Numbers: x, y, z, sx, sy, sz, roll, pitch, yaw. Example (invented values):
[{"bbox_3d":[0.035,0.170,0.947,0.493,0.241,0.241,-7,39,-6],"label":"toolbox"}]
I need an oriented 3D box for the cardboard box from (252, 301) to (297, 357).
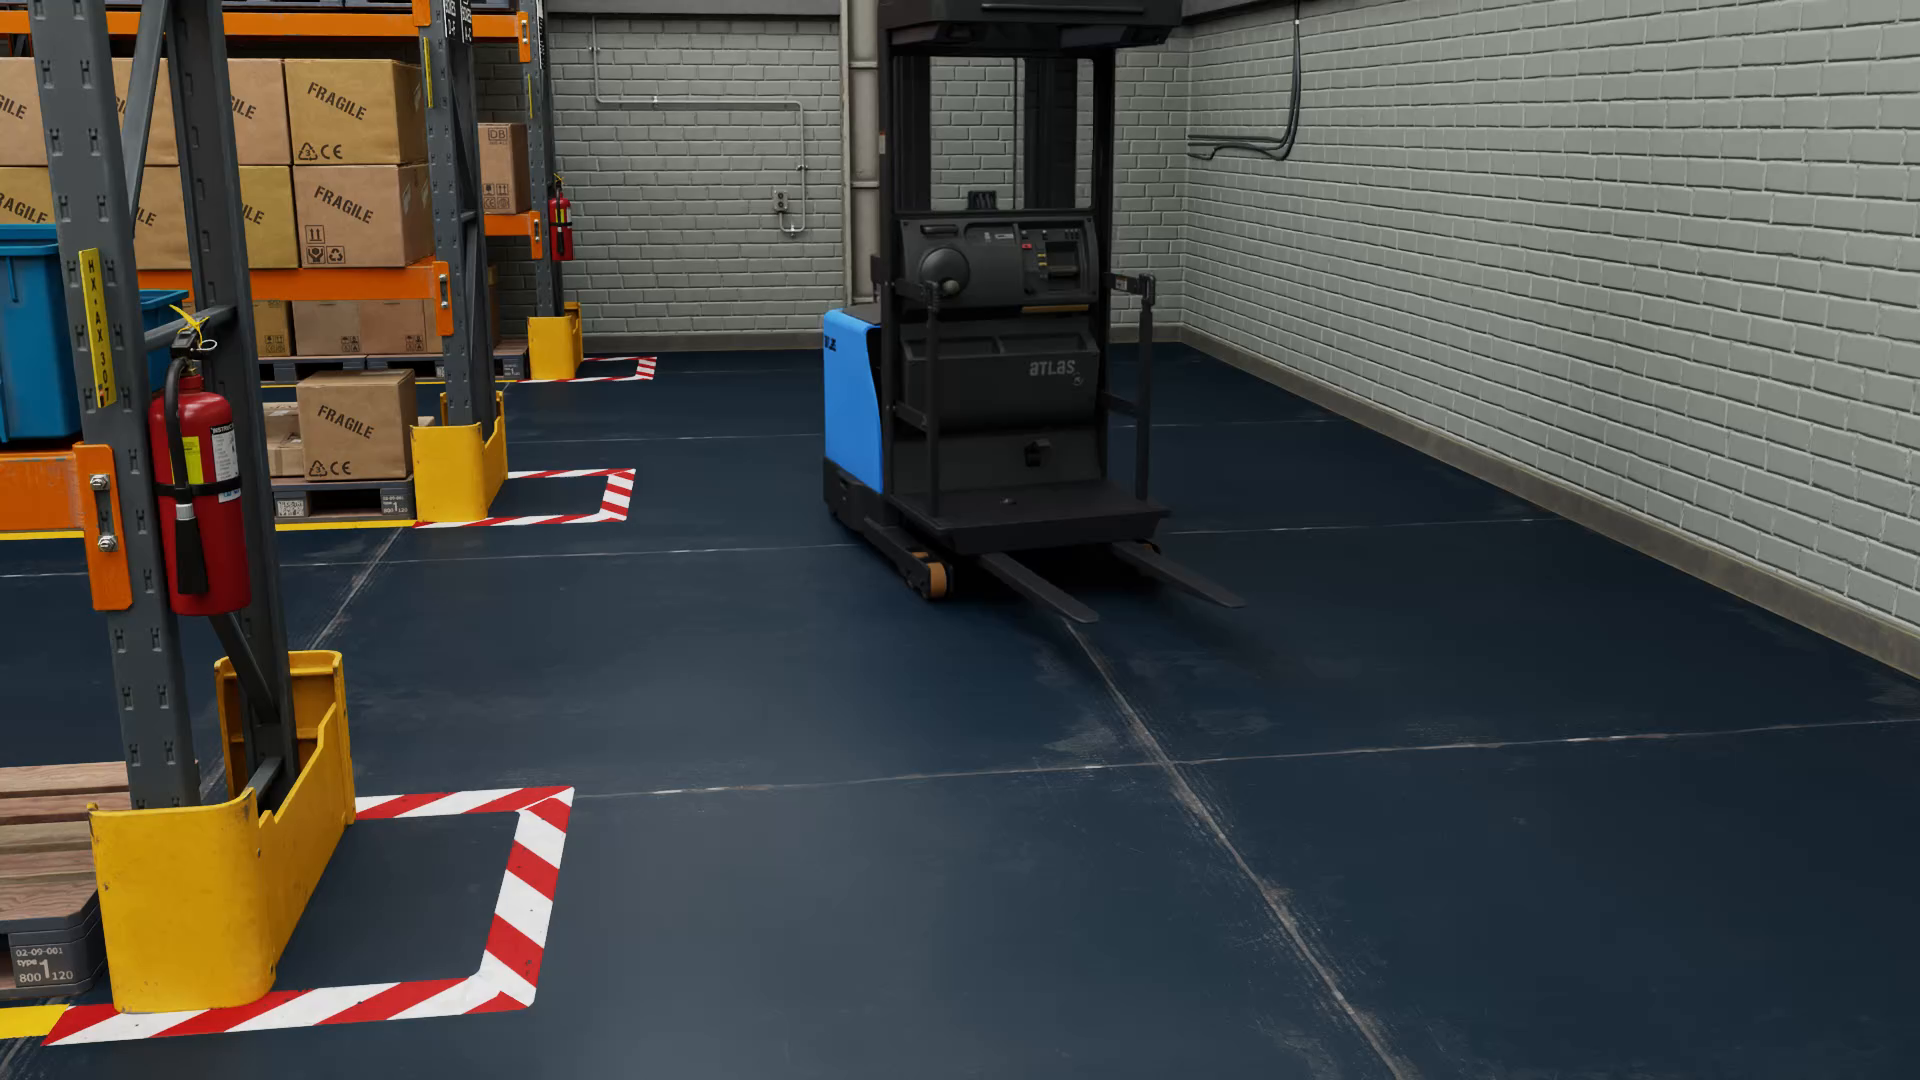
[{"bbox_3d":[-5.581,-1.765,13.369,0.500,0.500,0.700,-2,14,-7],"label":"cardboard box"}]

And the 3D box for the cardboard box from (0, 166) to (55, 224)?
[{"bbox_3d":[-4.551,-1.602,8.237,0.500,0.500,0.500,-2,14,-9],"label":"cardboard box"}]

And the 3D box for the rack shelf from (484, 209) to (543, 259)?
[{"bbox_3d":[-5.363,-2.460,13.342,4.000,0.370,1.077,-2,14,-8],"label":"rack shelf"}]

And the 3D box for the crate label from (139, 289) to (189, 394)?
[{"bbox_3d":[-2.203,-0.516,4.334,0.303,0.233,0.416,-2,14,-8],"label":"crate label"}]

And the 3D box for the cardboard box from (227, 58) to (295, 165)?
[{"bbox_3d":[-3.542,-2.122,8.257,0.500,0.500,0.500,-2,14,-7],"label":"cardboard box"}]

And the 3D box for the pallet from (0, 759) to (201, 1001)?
[{"bbox_3d":[-2.731,0.875,4.298,1.213,0.211,1.003,-2,14,-8],"label":"pallet"}]

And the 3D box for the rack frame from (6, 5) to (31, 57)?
[{"bbox_3d":[-7.341,-2.736,12.965,0.127,3.000,1.000,-2,14,-8],"label":"rack frame"}]

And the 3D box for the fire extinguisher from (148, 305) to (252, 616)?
[{"bbox_3d":[-1.693,-0.176,3.682,0.183,0.674,0.296,-2,14,-8],"label":"fire extinguisher"}]

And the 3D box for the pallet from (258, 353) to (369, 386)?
[{"bbox_3d":[-5.368,-1.437,13.519,1.213,0.211,1.003,-2,14,-8],"label":"pallet"}]

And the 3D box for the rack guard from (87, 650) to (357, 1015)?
[{"bbox_3d":[-1.888,0.711,4.361,0.348,0.500,1.175,-2,14,-8],"label":"rack guard"}]

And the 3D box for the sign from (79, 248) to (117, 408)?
[{"bbox_3d":[-1.812,-0.445,3.496,0.005,0.325,0.100,-2,14,-8],"label":"sign"}]

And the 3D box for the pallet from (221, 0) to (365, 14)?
[{"bbox_3d":[-5.327,-4.218,12.892,1.213,0.211,1.003,-2,14,-8],"label":"pallet"}]

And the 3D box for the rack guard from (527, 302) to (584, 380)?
[{"bbox_3d":[-3.362,-1.669,13.851,0.348,0.500,1.175,-2,14,-8],"label":"rack guard"}]

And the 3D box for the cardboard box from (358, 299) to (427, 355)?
[{"bbox_3d":[-4.558,-1.805,13.527,0.500,0.500,0.700,-2,14,-8],"label":"cardboard box"}]

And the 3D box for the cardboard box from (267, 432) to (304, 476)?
[{"bbox_3d":[-3.559,-0.457,8.797,0.250,0.166,0.380,-2,14,-8],"label":"cardboard box"}]

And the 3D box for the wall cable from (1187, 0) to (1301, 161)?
[{"bbox_3d":[2.261,-4.404,13.666,0.112,2.526,3.097,-2,14,-8],"label":"wall cable"}]

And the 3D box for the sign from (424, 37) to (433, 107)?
[{"bbox_3d":[-2.581,-2.270,8.078,0.005,0.325,0.100,-2,14,-8],"label":"sign"}]

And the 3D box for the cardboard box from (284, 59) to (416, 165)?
[{"bbox_3d":[-3.043,-2.141,8.331,0.500,0.500,0.500,-2,14,-9],"label":"cardboard box"}]

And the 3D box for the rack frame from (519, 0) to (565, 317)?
[{"bbox_3d":[-3.386,-2.881,13.543,0.127,3.000,1.000,-2,14,-8],"label":"rack frame"}]

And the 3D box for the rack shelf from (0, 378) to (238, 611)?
[{"bbox_3d":[-3.887,-0.077,3.839,4.000,0.370,1.077,-2,14,-8],"label":"rack shelf"}]

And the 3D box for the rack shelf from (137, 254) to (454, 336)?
[{"bbox_3d":[-4.622,-1.268,8.591,4.000,0.370,1.077,-2,14,-8],"label":"rack shelf"}]

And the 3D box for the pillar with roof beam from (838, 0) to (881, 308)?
[{"bbox_3d":[-0.203,-5.061,9.904,0.400,9.000,9.100,-2,14,-8],"label":"pillar with roof beam"}]

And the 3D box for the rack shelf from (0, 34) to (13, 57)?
[{"bbox_3d":[-9.319,-3.770,12.399,4.000,0.370,1.077,-2,14,-8],"label":"rack shelf"}]

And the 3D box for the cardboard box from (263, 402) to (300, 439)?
[{"bbox_3d":[-3.718,-0.600,9.195,0.500,0.250,0.500,-2,14,-8],"label":"cardboard box"}]

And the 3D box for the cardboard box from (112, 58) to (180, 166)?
[{"bbox_3d":[-4.054,-2.102,8.177,0.500,0.500,0.500,-2,14,-7],"label":"cardboard box"}]

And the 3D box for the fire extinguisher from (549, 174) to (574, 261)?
[{"bbox_3d":[-3.168,-2.557,13.177,0.183,0.674,0.296,-2,14,-8],"label":"fire extinguisher"}]

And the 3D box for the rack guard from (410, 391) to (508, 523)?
[{"bbox_3d":[-2.719,-0.474,9.086,0.348,0.500,1.175,-2,14,-8],"label":"rack guard"}]

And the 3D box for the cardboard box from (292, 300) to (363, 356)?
[{"bbox_3d":[-5.055,-1.786,13.453,0.500,0.500,0.700,-3,14,-10],"label":"cardboard box"}]

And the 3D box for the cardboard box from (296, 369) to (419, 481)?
[{"bbox_3d":[-3.145,-0.612,8.728,0.500,0.500,0.500,-2,14,-8],"label":"cardboard box"}]

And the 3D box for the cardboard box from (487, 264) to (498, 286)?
[{"bbox_3d":[-3.969,-2.190,13.730,0.250,0.149,0.380,-2,14,-8],"label":"cardboard box"}]

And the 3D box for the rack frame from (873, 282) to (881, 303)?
[{"bbox_3d":[-0.421,-0.807,8.969,0.015,1.200,0.240,-5,15,-19],"label":"rack frame"}]

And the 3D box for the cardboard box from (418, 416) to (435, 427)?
[{"bbox_3d":[-3.109,-0.588,9.355,0.250,0.149,0.380,-2,14,-8],"label":"cardboard box"}]

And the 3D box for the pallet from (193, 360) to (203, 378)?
[{"bbox_3d":[-6.577,-1.392,13.339,1.213,0.211,1.003,-2,14,-8],"label":"pallet"}]

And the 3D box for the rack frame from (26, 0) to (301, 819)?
[{"bbox_3d":[-1.910,-0.498,4.041,0.127,3.000,1.000,-2,14,-8],"label":"rack frame"}]

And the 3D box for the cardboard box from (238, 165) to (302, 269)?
[{"bbox_3d":[-3.559,-1.637,8.376,0.500,0.500,0.500,-2,14,-8],"label":"cardboard box"}]

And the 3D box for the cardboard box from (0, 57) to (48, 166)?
[{"bbox_3d":[-4.562,-2.084,8.103,0.500,0.500,0.500,-2,14,-7],"label":"cardboard box"}]

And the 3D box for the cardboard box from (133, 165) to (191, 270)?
[{"bbox_3d":[-4.053,-1.620,8.309,0.500,0.500,0.500,-2,14,-8],"label":"cardboard box"}]

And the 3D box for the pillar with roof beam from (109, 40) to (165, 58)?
[{"bbox_3d":[-6.136,-4.844,9.037,0.400,9.000,9.100,-2,14,-8],"label":"pillar with roof beam"}]

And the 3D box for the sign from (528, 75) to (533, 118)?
[{"bbox_3d":[-3.318,-3.426,12.851,0.005,0.325,0.100,-2,14,-8],"label":"sign"}]

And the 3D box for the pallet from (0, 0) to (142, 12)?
[{"bbox_3d":[-6.530,-4.175,12.719,1.213,0.211,1.003,-2,14,-8],"label":"pallet"}]

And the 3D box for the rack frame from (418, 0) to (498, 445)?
[{"bbox_3d":[-2.644,-1.690,8.792,0.127,3.000,1.000,-2,14,-8],"label":"rack frame"}]

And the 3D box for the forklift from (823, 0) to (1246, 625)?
[{"bbox_3d":[0.259,-1.275,7.280,1.130,2.935,3.031,-5,15,-19],"label":"forklift"}]

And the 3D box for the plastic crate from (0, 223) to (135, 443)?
[{"bbox_3d":[-2.213,-0.487,3.802,0.499,0.435,0.616,-2,14,-8],"label":"plastic crate"}]

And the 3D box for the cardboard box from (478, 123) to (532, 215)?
[{"bbox_3d":[-3.888,-3.006,13.423,0.700,0.700,0.980,-1,14,-6],"label":"cardboard box"}]

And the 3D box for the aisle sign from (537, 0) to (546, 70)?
[{"bbox_3d":[-3.270,-4.072,12.950,0.004,0.787,0.394,-2,14,-8],"label":"aisle sign"}]

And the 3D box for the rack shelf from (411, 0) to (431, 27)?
[{"bbox_3d":[-4.622,-2.723,8.226,4.000,0.370,1.077,-2,14,-8],"label":"rack shelf"}]

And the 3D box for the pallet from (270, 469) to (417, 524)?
[{"bbox_3d":[-3.507,-0.305,9.005,1.213,0.211,1.003,-2,14,-8],"label":"pallet"}]

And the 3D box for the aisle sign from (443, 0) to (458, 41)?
[{"bbox_3d":[-2.531,-2.879,8.192,0.004,0.787,0.394,-2,14,-8],"label":"aisle sign"}]

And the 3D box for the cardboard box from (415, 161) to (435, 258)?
[{"bbox_3d":[-3.122,-1.785,8.969,0.500,0.500,0.500,-2,14,-7],"label":"cardboard box"}]

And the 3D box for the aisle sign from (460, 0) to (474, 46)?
[{"bbox_3d":[-2.620,-3.024,8.768,0.004,0.787,0.394,-2,14,-8],"label":"aisle sign"}]

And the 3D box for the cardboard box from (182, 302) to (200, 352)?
[{"bbox_3d":[-6.089,-1.747,13.297,0.500,0.500,0.700,-2,14,-9],"label":"cardboard box"}]

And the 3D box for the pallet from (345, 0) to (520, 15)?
[{"bbox_3d":[-4.118,-4.264,13.072,1.213,0.211,1.003,-2,14,-8],"label":"pallet"}]

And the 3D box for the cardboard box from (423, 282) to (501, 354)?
[{"bbox_3d":[-4.063,-1.823,13.599,0.500,0.500,0.700,-2,14,-8],"label":"cardboard box"}]

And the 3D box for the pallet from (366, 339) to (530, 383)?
[{"bbox_3d":[-4.165,-1.481,13.692,1.213,0.211,1.003,-2,14,-8],"label":"pallet"}]

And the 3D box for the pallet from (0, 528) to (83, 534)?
[{"bbox_3d":[-4.711,-0.262,8.831,1.213,0.211,1.003,-2,14,-8],"label":"pallet"}]

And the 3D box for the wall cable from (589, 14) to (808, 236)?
[{"bbox_3d":[-2.260,-3.648,14.512,1.851,1.984,0.084,-2,14,-8],"label":"wall cable"}]

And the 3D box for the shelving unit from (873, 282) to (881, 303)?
[{"bbox_3d":[-0.192,-0.827,9.049,0.503,1.200,0.258,-5,15,-19],"label":"shelving unit"}]

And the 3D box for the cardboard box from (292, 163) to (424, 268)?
[{"bbox_3d":[-3.046,-1.656,8.454,0.500,0.500,0.500,-2,14,-7],"label":"cardboard box"}]

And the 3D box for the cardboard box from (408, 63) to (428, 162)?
[{"bbox_3d":[-3.122,-2.270,8.847,0.500,0.500,0.500,-2,14,-7],"label":"cardboard box"}]

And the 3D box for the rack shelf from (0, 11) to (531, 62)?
[{"bbox_3d":[-5.363,-3.914,12.977,4.000,0.370,1.077,-2,14,-8],"label":"rack shelf"}]
